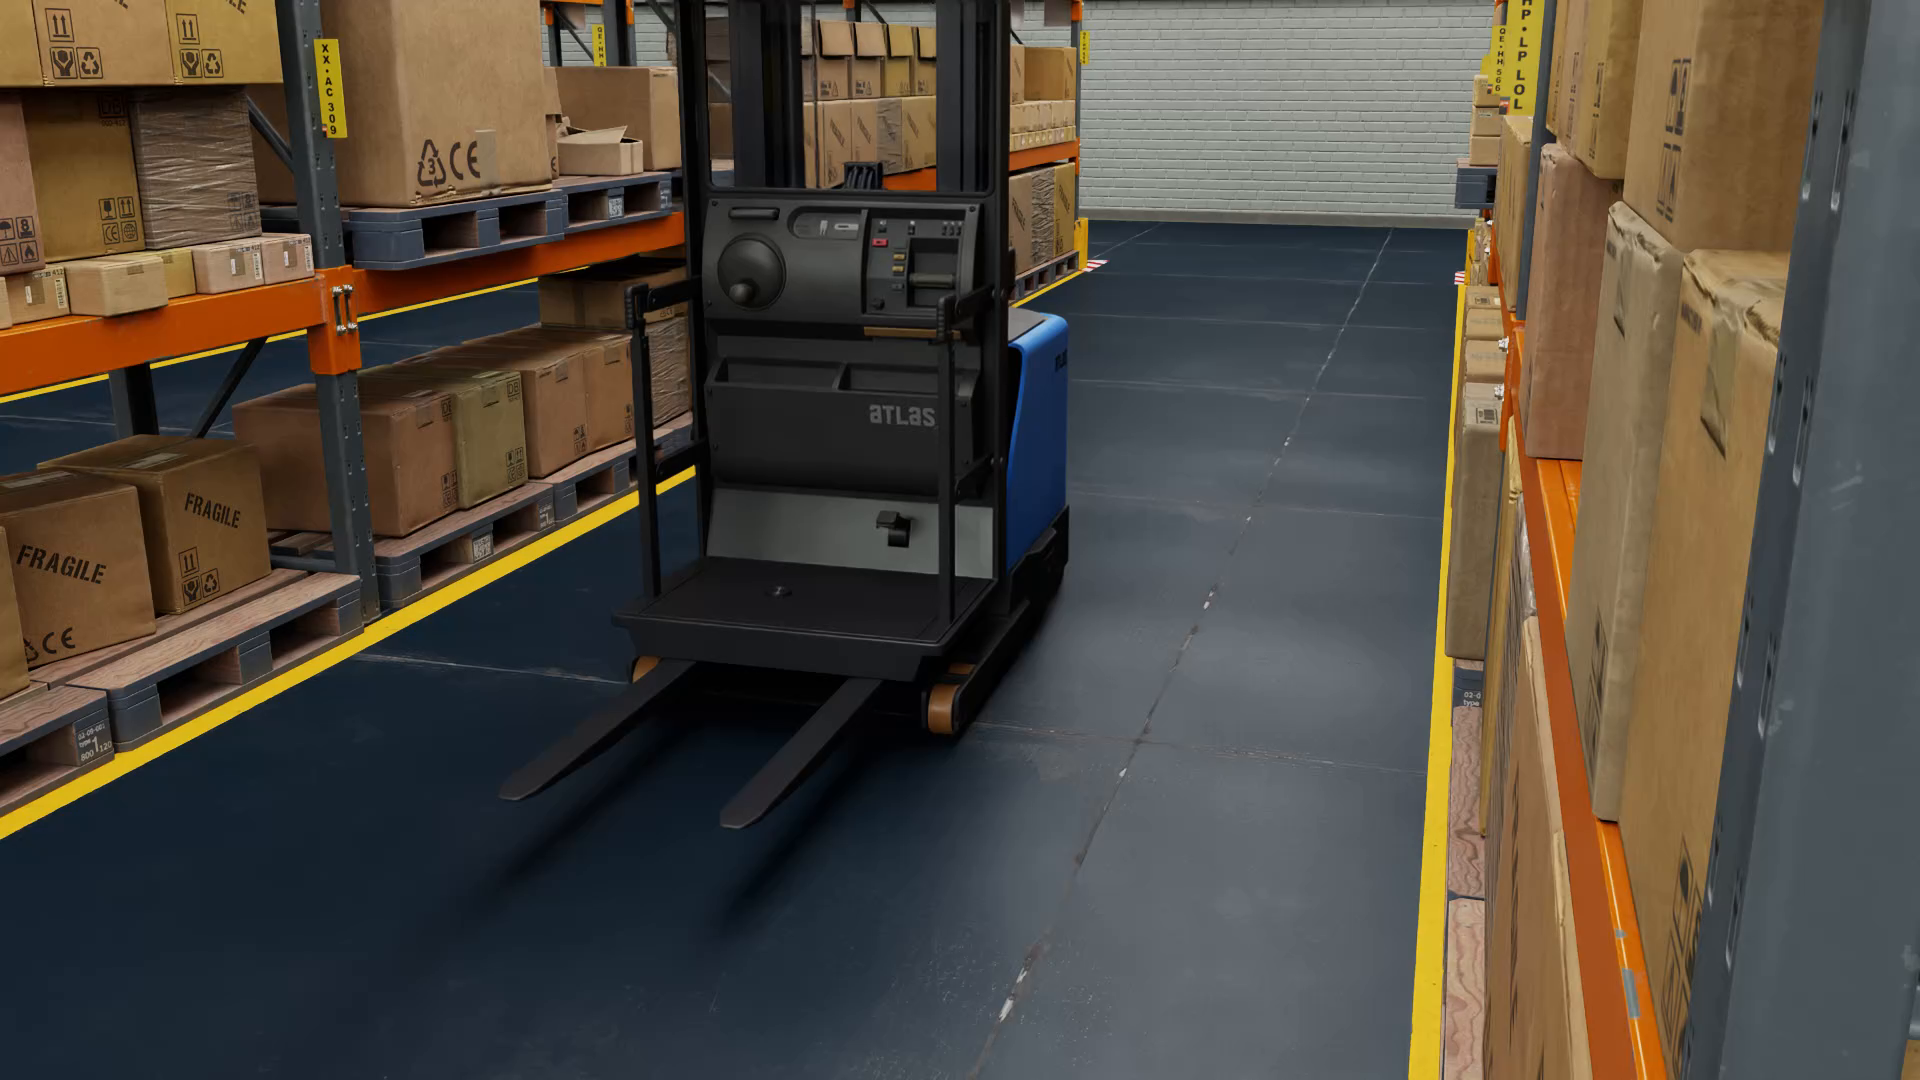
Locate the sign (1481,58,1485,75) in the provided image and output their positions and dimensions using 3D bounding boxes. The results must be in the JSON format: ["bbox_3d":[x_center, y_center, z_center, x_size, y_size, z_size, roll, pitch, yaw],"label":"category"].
[{"bbox_3d":[4.936,-4.356,15.602,0.100,0.325,0.005,5,16,16],"label":"sign"}]

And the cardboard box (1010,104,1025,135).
[{"bbox_3d":[0.265,-3.701,14.610,0.500,0.250,0.500,5,17,17],"label":"cardboard box"}]

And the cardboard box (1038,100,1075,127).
[{"bbox_3d":[0.846,-4.232,16.482,0.500,0.250,0.500,4,16,15],"label":"cardboard box"}]

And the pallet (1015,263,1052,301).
[{"bbox_3d":[0.229,-2.433,15.522,1.003,0.211,1.213,5,16,16],"label":"pallet"}]

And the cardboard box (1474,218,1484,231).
[{"bbox_3d":[4.982,-2.903,15.432,0.380,0.149,0.250,4,16,13],"label":"cardboard box"}]

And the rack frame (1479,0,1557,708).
[{"bbox_3d":[2.046,-0.758,4.504,1.000,3.000,0.127,5,16,16],"label":"rack frame"}]

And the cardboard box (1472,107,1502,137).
[{"bbox_3d":[2.887,-2.193,8.710,0.380,0.149,0.250,5,17,17],"label":"cardboard box"}]

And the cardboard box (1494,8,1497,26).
[{"bbox_3d":[4.336,-3.803,12.678,0.500,0.500,0.500,4,16,14],"label":"cardboard box"}]

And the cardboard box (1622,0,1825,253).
[{"bbox_3d":[1.120,-0.548,1.511,0.875,0.550,0.550,5,16,16],"label":"cardboard box"}]

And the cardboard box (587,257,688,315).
[{"bbox_3d":[-1.706,-1.408,9.195,0.500,0.250,0.500,5,17,18],"label":"cardboard box"}]

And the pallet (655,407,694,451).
[{"bbox_3d":[-1.768,-0.669,9.303,1.003,0.211,1.213,5,16,16],"label":"pallet"}]

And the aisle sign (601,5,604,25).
[{"bbox_3d":[-3.718,-5.939,18.007,0.394,0.787,0.004,5,16,16],"label":"aisle sign"}]

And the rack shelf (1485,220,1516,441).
[{"bbox_3d":[2.614,-0.935,6.447,1.077,0.370,4.000,5,16,16],"label":"rack shelf"}]

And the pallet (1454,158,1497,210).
[{"bbox_3d":[3.283,-1.907,8.906,1.213,0.211,1.003,5,16,16],"label":"pallet"}]

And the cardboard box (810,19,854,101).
[{"bbox_3d":[-1.133,-3.106,10.762,0.797,0.503,0.637,5,17,17],"label":"cardboard box"}]

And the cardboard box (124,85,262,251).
[{"bbox_3d":[-2.868,-1.247,5.501,0.875,0.500,0.500,5,16,16],"label":"cardboard box"}]

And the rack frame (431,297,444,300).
[{"bbox_3d":[-5.156,-3.646,14.686,1.000,3.000,0.127,5,16,16],"label":"rack frame"}]

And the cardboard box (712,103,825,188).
[{"bbox_3d":[-1.145,-2.369,10.003,0.500,0.500,0.500,5,17,18],"label":"cardboard box"}]

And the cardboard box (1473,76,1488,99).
[{"bbox_3d":[3.103,-2.540,9.386,0.380,0.149,0.250,5,17,18],"label":"cardboard box"}]

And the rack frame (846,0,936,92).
[{"bbox_3d":[-0.407,-3.262,13.332,1.000,3.000,0.127,5,16,16],"label":"rack frame"}]

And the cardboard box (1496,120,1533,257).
[{"bbox_3d":[2.367,-1.360,6.446,0.500,0.500,0.500,4,16,15],"label":"cardboard box"}]

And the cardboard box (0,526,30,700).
[{"bbox_3d":[-3.089,0.252,4.754,0.500,0.500,0.500,3,16,11],"label":"cardboard box"}]

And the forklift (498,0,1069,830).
[{"bbox_3d":[-0.447,-0.917,5.192,1.130,2.935,3.031,4,16,15],"label":"forklift"}]

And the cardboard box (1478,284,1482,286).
[{"bbox_3d":[3.405,-1.271,10.126,0.500,0.500,0.500,4,16,13],"label":"cardboard box"}]

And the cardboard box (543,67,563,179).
[{"bbox_3d":[-2.277,-1.881,7.506,0.797,0.503,0.637,6,17,22],"label":"cardboard box"}]

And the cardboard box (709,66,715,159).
[{"bbox_3d":[-1.659,-2.321,9.063,0.500,0.500,0.500,3,16,9],"label":"cardboard box"}]

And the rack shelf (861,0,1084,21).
[{"bbox_3d":[0.161,-4.882,14.866,1.077,0.370,4.000,5,16,16],"label":"rack shelf"}]

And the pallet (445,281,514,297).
[{"bbox_3d":[-4.984,-2.500,15.756,1.003,0.211,1.213,5,16,16],"label":"pallet"}]

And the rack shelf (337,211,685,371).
[{"bbox_3d":[-2.112,-1.346,7.896,1.077,0.370,4.000,5,16,16],"label":"rack shelf"}]

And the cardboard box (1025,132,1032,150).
[{"bbox_3d":[0.437,-3.600,14.987,0.380,0.149,0.250,4,16,14],"label":"cardboard box"}]

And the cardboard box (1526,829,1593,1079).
[{"bbox_3d":[1.039,0.926,1.690,0.875,0.875,0.875,5,17,16],"label":"cardboard box"}]

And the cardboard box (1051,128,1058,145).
[{"bbox_3d":[0.727,-3.869,15.935,0.380,0.149,0.250,5,17,17],"label":"cardboard box"}]

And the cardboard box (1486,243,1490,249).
[{"bbox_3d":[3.418,-1.628,10.011,0.500,0.250,0.500,5,17,17],"label":"cardboard box"}]

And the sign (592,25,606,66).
[{"bbox_3d":[-2.077,-2.814,9.633,0.100,0.325,0.005,5,16,16],"label":"sign"}]

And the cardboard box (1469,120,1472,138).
[{"bbox_3d":[3.766,-2.864,11.622,0.380,0.149,0.250,4,16,13],"label":"cardboard box"}]

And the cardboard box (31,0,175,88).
[{"bbox_3d":[-2.686,-1.571,4.810,0.500,0.500,0.500,5,16,16],"label":"cardboard box"}]

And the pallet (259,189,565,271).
[{"bbox_3d":[-2.324,-1.265,6.644,1.003,0.211,1.213,5,16,16],"label":"pallet"}]

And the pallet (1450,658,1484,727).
[{"bbox_3d":[2.193,0.376,5.617,1.003,0.211,1.213,5,16,16],"label":"pallet"}]

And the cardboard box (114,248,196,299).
[{"bbox_3d":[-2.669,-0.843,5.266,0.380,0.149,0.250,5,16,16],"label":"cardboard box"}]

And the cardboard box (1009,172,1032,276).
[{"bbox_3d":[0.113,-2.844,14.982,0.875,0.875,0.875,5,16,16],"label":"cardboard box"}]

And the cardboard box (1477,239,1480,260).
[{"bbox_3d":[4.406,-2.356,13.504,0.380,0.149,0.250,4,16,13],"label":"cardboard box"}]

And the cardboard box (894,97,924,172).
[{"bbox_3d":[-0.567,-2.900,11.874,0.500,0.500,0.500,4,16,15],"label":"cardboard box"}]

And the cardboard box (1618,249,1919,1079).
[{"bbox_3d":[0.971,0.116,1.148,0.875,0.550,0.550,5,16,16],"label":"cardboard box"}]

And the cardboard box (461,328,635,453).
[{"bbox_3d":[-2.015,-0.753,8.260,0.700,0.500,0.500,6,17,21],"label":"cardboard box"}]

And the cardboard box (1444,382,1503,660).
[{"bbox_3d":[2.136,-0.047,5.351,1.050,0.750,0.750,5,16,16],"label":"cardboard box"}]
